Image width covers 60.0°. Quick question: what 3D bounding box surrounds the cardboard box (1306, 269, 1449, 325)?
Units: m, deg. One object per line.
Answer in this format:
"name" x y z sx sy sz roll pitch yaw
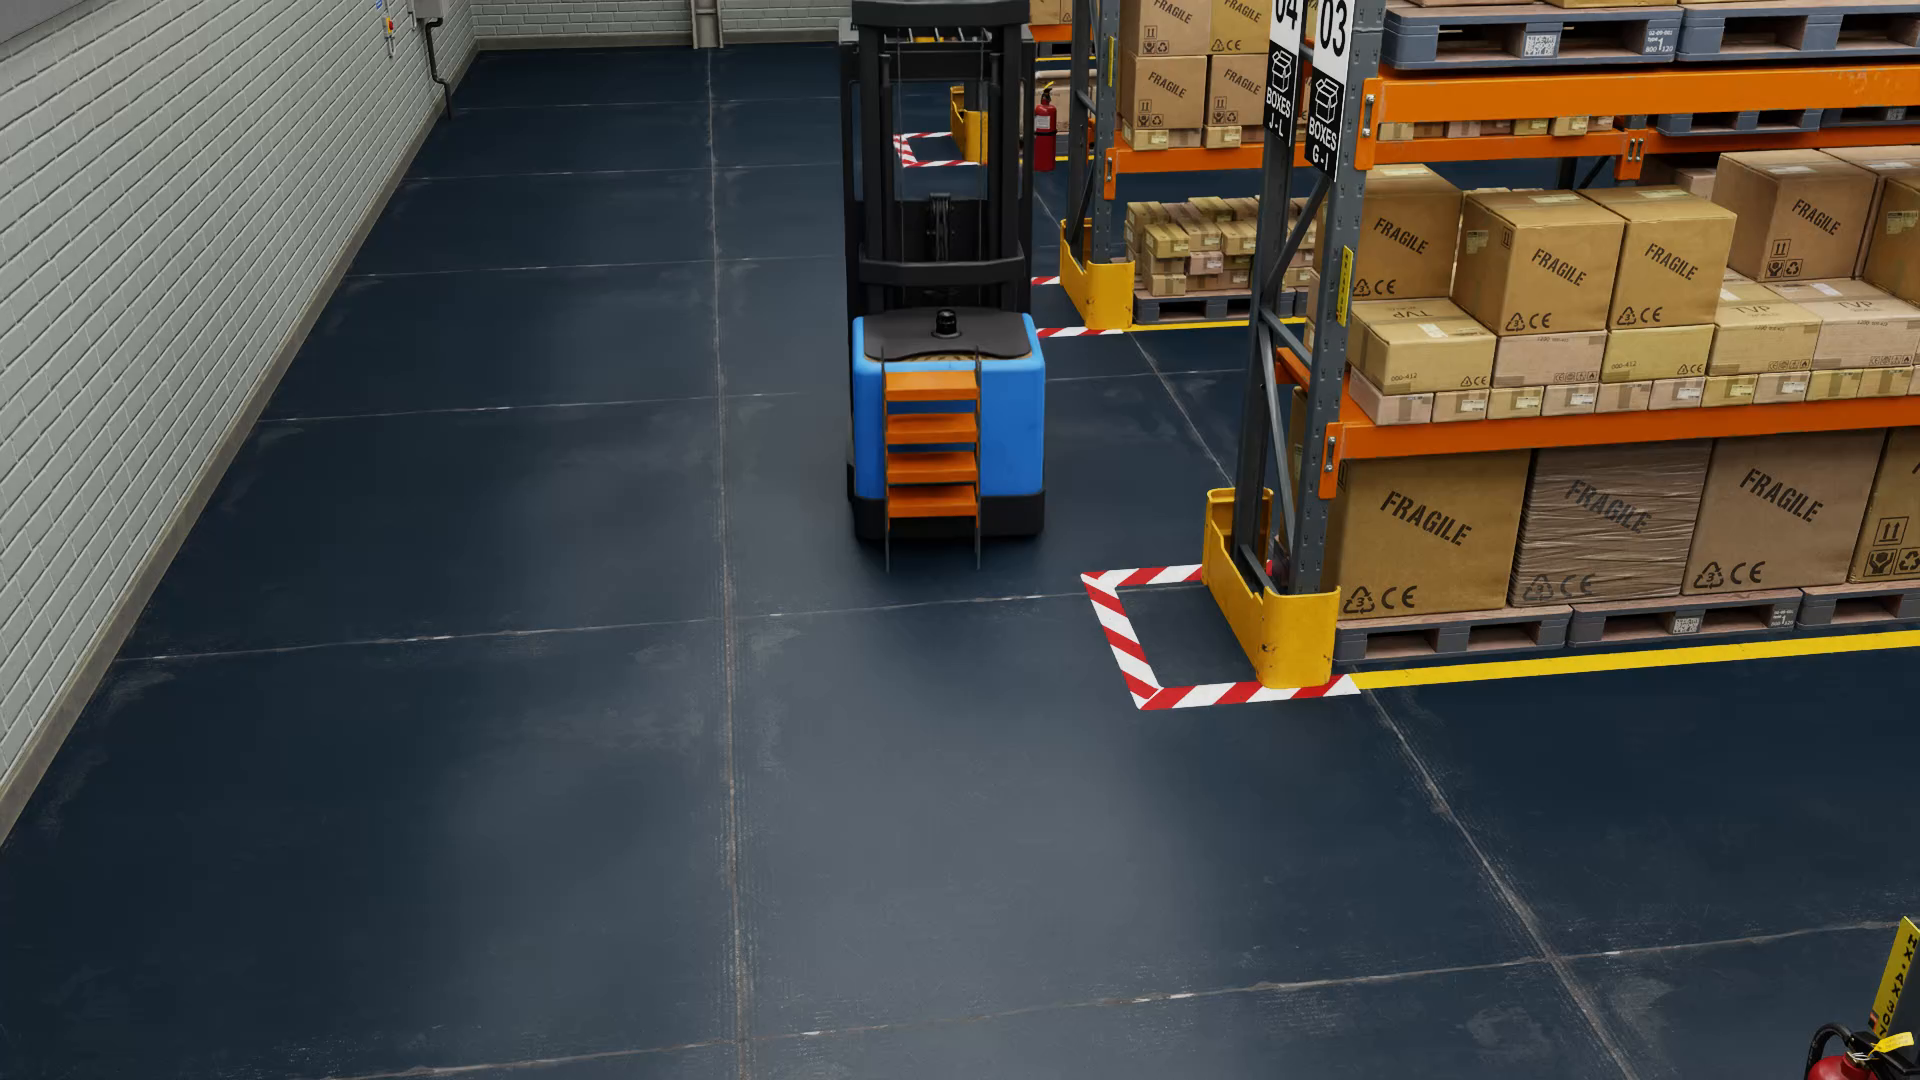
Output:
"cardboard box" 1.992 -1.116 7.978 0.500 0.250 0.500 -4 27 -8

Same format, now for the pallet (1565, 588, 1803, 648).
"pallet" 3.535 0.179 8.671 1.213 0.211 1.003 -4 27 -7

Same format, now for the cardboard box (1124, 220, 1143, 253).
"cardboard box" 1.441 -2.362 12.904 0.250 0.149 0.380 -4 27 -8

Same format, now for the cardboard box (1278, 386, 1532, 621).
"cardboard box" 2.172 -0.218 8.257 0.875 0.875 0.875 -4 27 -7

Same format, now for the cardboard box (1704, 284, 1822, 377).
"cardboard box" 3.590 -0.976 7.705 0.500 0.250 0.500 -4 27 -8

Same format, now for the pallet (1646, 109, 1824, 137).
"pallet" 5.696 -3.300 12.607 1.213 0.211 1.003 -4 27 -7

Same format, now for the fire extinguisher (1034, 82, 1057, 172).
"fire extinguisher" 0.644 -3.141 12.579 0.183 0.674 0.296 -4 27 -7

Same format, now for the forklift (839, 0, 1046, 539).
"forklift" -0.141 -1.947 9.833 1.130 2.935 3.031 -2 27 -3

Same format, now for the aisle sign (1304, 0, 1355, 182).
"aisle sign" 1.520 -1.916 6.851 0.004 0.787 0.394 -4 27 -7

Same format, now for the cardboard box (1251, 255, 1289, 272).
"cardboard box" 2.291 -2.131 12.455 0.250 0.149 0.380 -3 27 -6

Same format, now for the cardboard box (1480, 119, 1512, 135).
"cardboard box" 3.891 -3.126 12.332 0.250 0.149 0.380 -4 27 -9

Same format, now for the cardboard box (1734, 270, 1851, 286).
"cardboard box" 4.003 -1.243 8.226 0.500 0.250 0.500 -3 27 -6

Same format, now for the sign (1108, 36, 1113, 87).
"sign" 1.034 -3.288 11.425 0.005 0.325 0.100 -4 27 -7

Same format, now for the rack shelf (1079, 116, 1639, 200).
"rack shelf" 2.939 -2.956 12.512 4.000 0.370 1.077 -4 27 -7

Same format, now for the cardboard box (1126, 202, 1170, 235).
"cardboard box" 1.447 -2.480 12.808 0.250 0.149 0.380 -3 27 -7

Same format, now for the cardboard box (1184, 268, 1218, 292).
"cardboard box" 1.769 -2.009 12.543 0.250 0.149 0.380 -4 27 -7

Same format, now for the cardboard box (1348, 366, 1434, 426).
"cardboard box" 1.947 -0.661 7.529 0.250 0.149 0.380 -3 27 -7

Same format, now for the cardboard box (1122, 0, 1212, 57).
"cardboard box" 1.440 -3.679 11.603 0.500 0.500 0.500 -4 27 -7

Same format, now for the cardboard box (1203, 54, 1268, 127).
"cardboard box" 1.968 -3.274 11.911 0.500 0.500 0.500 -4 27 -7

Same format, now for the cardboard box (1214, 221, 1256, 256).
"cardboard box" 2.048 -2.241 12.344 0.250 0.149 0.380 -4 27 -7

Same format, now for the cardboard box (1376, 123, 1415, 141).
"cardboard box" 3.131 -3.035 12.155 0.250 0.149 0.380 -3 27 -6

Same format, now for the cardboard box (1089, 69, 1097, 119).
"cardboard box" 1.713 -4.576 17.229 0.875 0.438 0.875 -3 27 -6

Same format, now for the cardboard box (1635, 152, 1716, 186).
"cardboard box" 5.621 -2.973 13.215 0.500 0.250 0.500 -4 27 -8

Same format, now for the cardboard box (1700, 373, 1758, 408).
"cardboard box" 3.470 -0.760 7.720 0.250 0.149 0.380 -4 27 -8

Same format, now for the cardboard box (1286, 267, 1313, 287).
"cardboard box" 2.522 -2.054 12.630 0.250 0.149 0.380 -4 27 -7

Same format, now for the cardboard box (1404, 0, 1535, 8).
"cardboard box" 2.057 -2.567 7.003 0.500 0.500 0.700 -5 28 -10

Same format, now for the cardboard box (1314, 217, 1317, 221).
"cardboard box" 2.825 -2.304 12.466 0.250 0.149 0.380 -3 27 -6

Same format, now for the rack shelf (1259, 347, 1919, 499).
"rack shelf" 3.530 -0.707 8.130 4.000 0.370 1.077 -4 27 -7

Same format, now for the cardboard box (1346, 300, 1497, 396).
"cardboard box" 2.062 -0.874 7.506 0.500 0.250 0.500 -4 27 -8

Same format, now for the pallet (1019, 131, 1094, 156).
"pallet" 0.949 -4.225 17.254 1.213 0.211 1.003 -4 27 -7

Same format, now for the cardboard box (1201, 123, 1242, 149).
"cardboard box" 1.845 -2.937 11.963 0.250 0.149 0.380 -4 27 -9

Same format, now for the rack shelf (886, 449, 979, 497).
"rack shelf" -0.150 -0.356 8.775 0.480 0.148 0.258 -2 28 -3

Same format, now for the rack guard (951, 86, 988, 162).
"rack guard" 0.145 -4.266 17.017 0.348 0.500 1.175 -4 27 -7

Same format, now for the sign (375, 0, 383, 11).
"sign" -5.466 -5.105 15.618 0.001 0.218 0.327 -4 27 -7

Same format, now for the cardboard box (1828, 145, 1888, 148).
"cardboard box" 7.170 -3.073 13.410 0.500 0.250 0.500 -3 27 -7

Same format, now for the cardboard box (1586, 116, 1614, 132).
"cardboard box" 4.669 -3.167 12.412 0.250 0.149 0.380 -4 27 -8

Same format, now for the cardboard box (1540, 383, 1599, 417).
"cardboard box" 2.712 -0.712 7.627 0.250 0.149 0.380 -4 27 -8

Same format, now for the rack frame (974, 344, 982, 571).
"rack frame" 0.094 -0.422 8.756 0.015 1.200 0.240 -2 28 -3

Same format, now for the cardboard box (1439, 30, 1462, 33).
"cardboard box" 3.471 -3.811 11.861 0.500 0.500 0.500 -3 27 -6

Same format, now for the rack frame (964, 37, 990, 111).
"rack frame" 0.168 -5.380 16.449 0.127 3.000 1.000 -4 27 -7

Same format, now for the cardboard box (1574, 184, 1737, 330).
"cardboard box" 3.069 -1.275 7.466 0.500 0.500 0.500 -4 27 -9

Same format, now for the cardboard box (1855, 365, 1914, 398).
"cardboard box" 4.235 -0.809 7.817 0.250 0.149 0.380 -3 27 -6

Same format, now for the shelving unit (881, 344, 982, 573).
"shelving unit" -0.150 -0.416 8.743 0.503 1.200 0.258 -2 28 -3

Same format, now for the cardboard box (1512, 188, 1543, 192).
"cardboard box" 4.549 -2.658 13.155 0.250 0.149 0.380 -3 27 -5

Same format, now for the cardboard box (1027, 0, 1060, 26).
"cardboard box" 0.684 -5.325 16.233 0.500 0.500 0.500 -4 27 -8

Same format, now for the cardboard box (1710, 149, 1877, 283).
"cardboard box" 3.997 -1.576 8.052 0.500 0.500 0.500 -5 28 -9

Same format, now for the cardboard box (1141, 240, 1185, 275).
"cardboard box" 1.513 -2.117 12.426 0.250 0.149 0.380 -3 27 -5

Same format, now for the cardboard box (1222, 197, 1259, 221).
"cardboard box" 2.208 -2.532 12.909 0.250 0.149 0.380 -5 28 -9

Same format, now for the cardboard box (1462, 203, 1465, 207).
"cardboard box" 3.769 -2.602 13.046 0.250 0.149 0.380 -4 27 -8

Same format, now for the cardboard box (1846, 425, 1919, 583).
"cardboard box" 4.845 -0.390 8.592 0.875 0.875 0.875 -4 27 -7

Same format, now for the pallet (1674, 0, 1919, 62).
"pallet" 3.493 -2.326 7.309 1.213 0.211 1.003 -4 27 -7
